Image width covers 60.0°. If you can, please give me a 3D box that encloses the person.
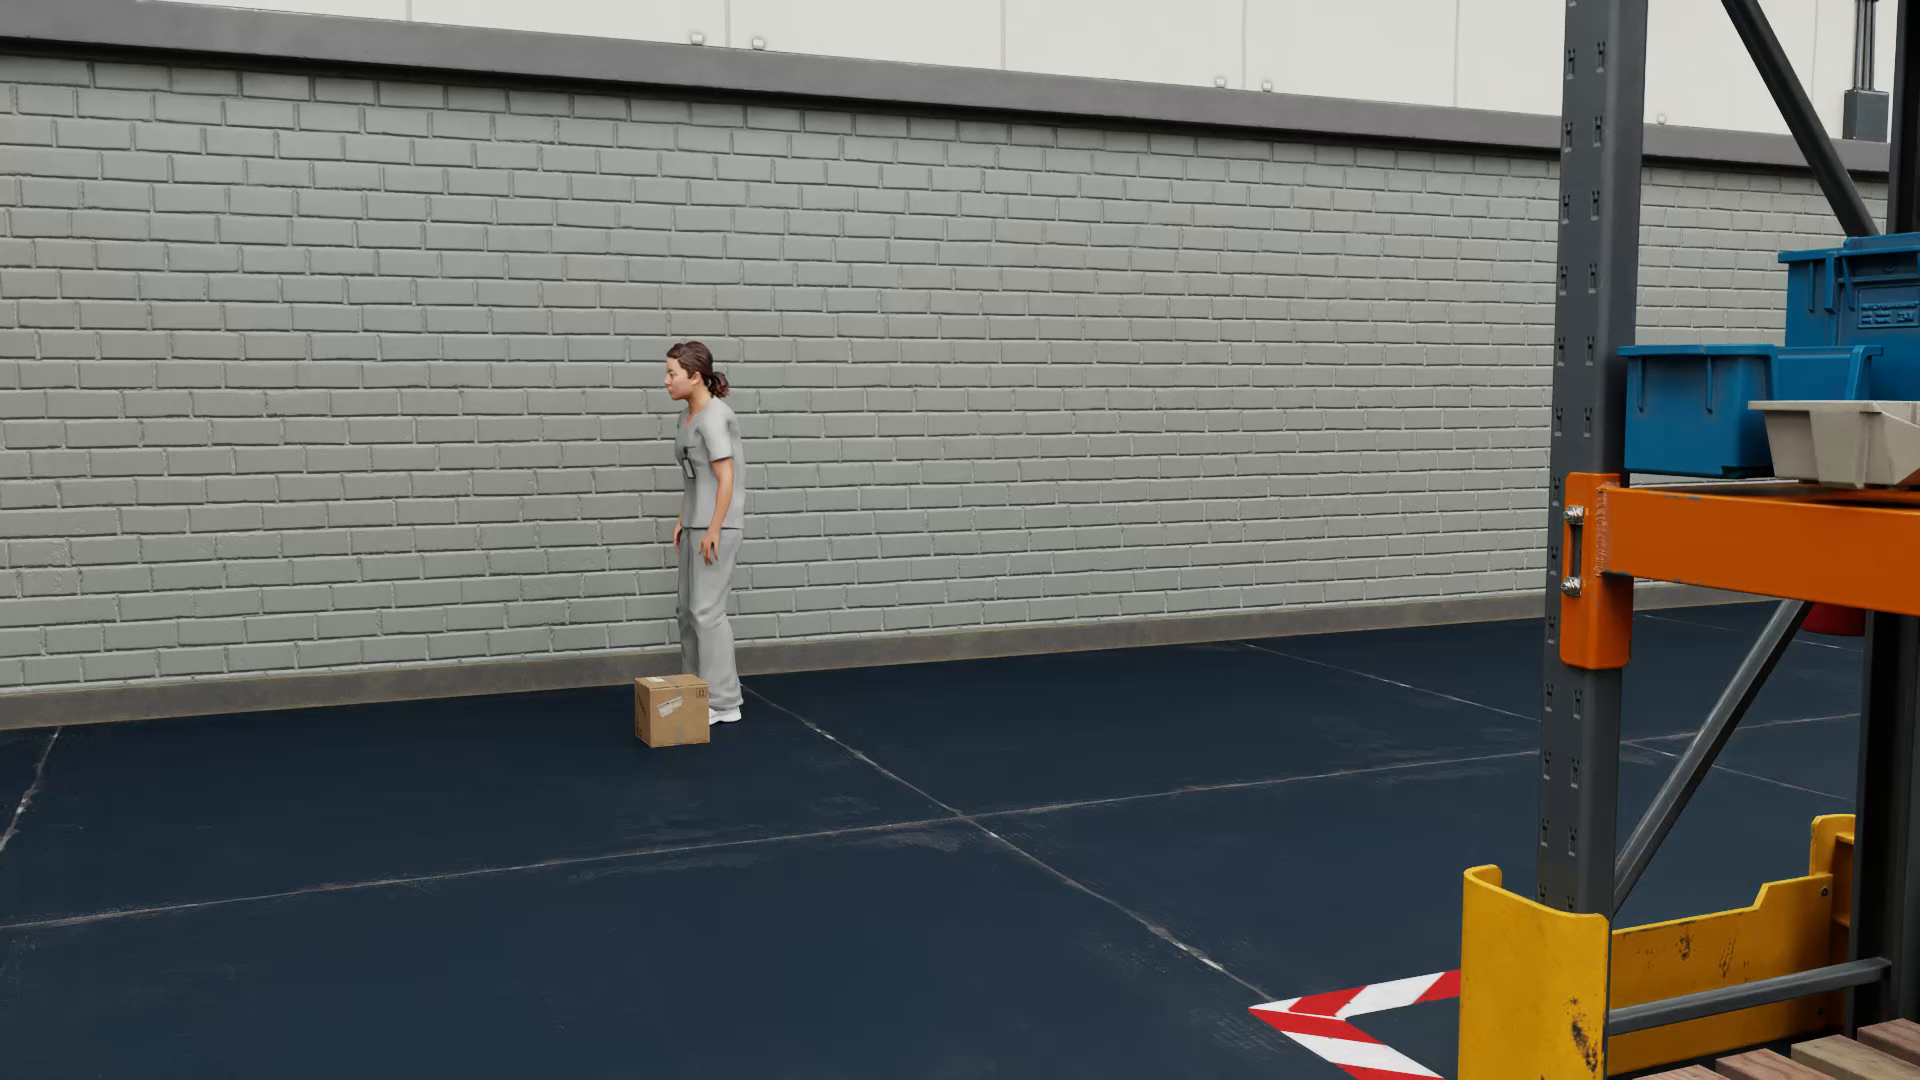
[{"bbox_3d":[-1.129,-0.034,7.325,0.348,1.673,0.504,-3,6,-25],"label":"person"}]
